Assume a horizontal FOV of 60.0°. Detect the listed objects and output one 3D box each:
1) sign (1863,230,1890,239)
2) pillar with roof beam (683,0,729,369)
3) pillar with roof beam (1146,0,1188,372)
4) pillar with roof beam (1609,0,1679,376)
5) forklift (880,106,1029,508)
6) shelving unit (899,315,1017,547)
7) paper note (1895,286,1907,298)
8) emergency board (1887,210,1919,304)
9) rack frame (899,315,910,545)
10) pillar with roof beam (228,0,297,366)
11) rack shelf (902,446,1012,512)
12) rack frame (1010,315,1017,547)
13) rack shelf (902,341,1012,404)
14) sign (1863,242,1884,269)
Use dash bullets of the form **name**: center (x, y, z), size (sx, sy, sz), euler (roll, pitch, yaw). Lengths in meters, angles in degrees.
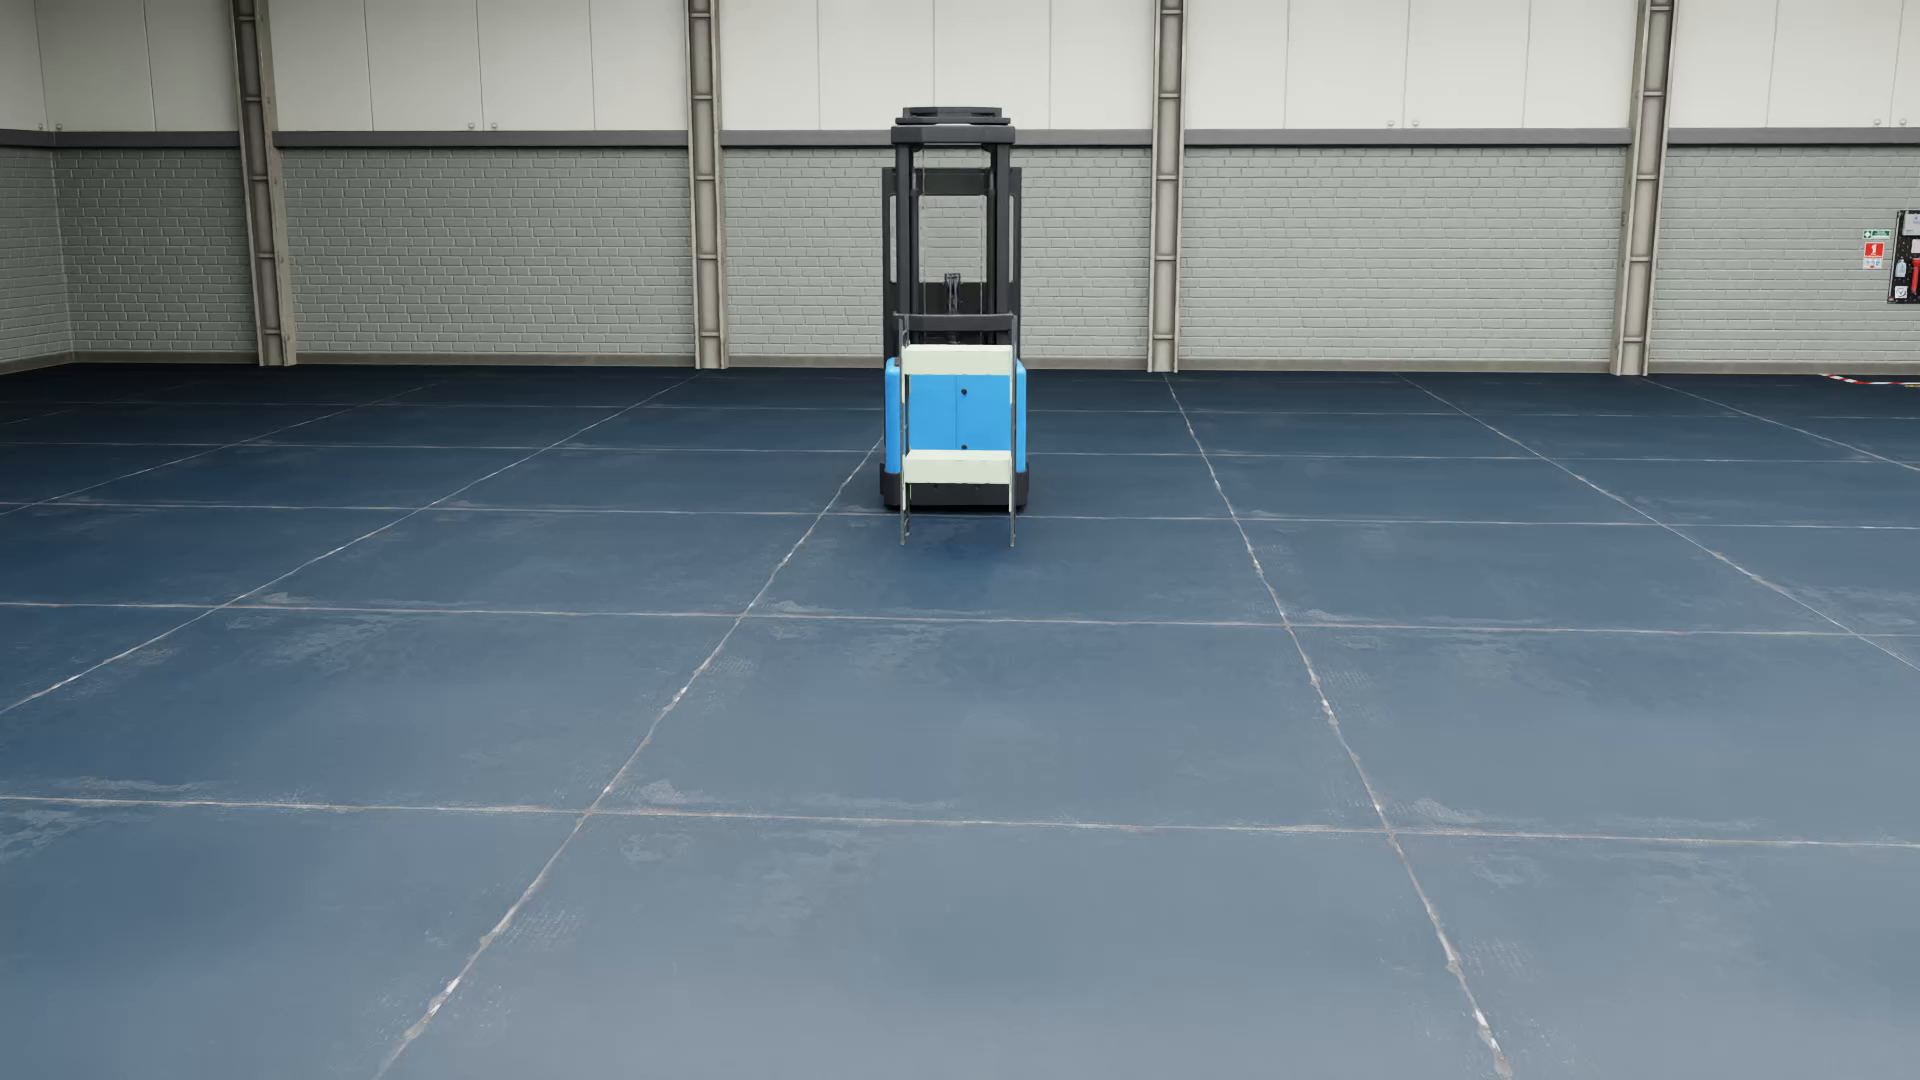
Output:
- **sign**: center (11.634, -3.879, 21.106), size (0.331, 0.109, 0.001), euler (1, 12, 4)
- **pillar with roof beam**: center (-3.610, -5.837, 17.195), size (0.400, 9.000, 9.100), euler (1, 12, 4)
- **pillar with roof beam**: center (2.377, -5.755, 16.803), size (0.400, 9.000, 9.100), euler (1, 12, 4)
- **pillar with roof beam**: center (8.364, -5.673, 16.411), size (0.400, 9.000, 9.100), euler (1, 12, 4)
- **forklift**: center (-0.073, -1.925, 13.313), size (1.130, 2.935, 3.031), euler (0, 12, -2)
- **shelving unit**: center (-0.007, -0.734, 11.115), size (0.755, 1.500, 0.431), euler (1, 12, 4)
- **paper note**: center (12.003, -3.161, 21.205), size (0.142, 0.148, 0.016), euler (1, 12, 4)
- **emergency board**: center (12.175, -3.576, 21.036), size (0.643, 1.169, 0.194), euler (1, 12, 4)
- **rack frame**: center (-0.372, -0.739, 11.139), size (0.023, 1.500, 0.400), euler (1, 12, 4)
- **pillar with roof beam**: center (-9.596, -5.919, 17.588), size (0.400, 9.000, 9.100), euler (1, 12, 4)
- **rack shelf**: center (-0.007, -0.415, 11.182), size (0.720, 0.370, 0.431), euler (1, 12, 4)
- **rack frame**: center (0.359, -0.729, 11.091), size (0.023, 1.500, 0.400), euler (1, 12, 4)
- **rack shelf**: center (-0.007, -1.116, 11.035), size (0.720, 0.370, 0.431), euler (1, 12, 4)
- **sign**: center (11.630, -3.622, 21.169), size (0.234, 0.329, 0.001), euler (1, 12, 4)
